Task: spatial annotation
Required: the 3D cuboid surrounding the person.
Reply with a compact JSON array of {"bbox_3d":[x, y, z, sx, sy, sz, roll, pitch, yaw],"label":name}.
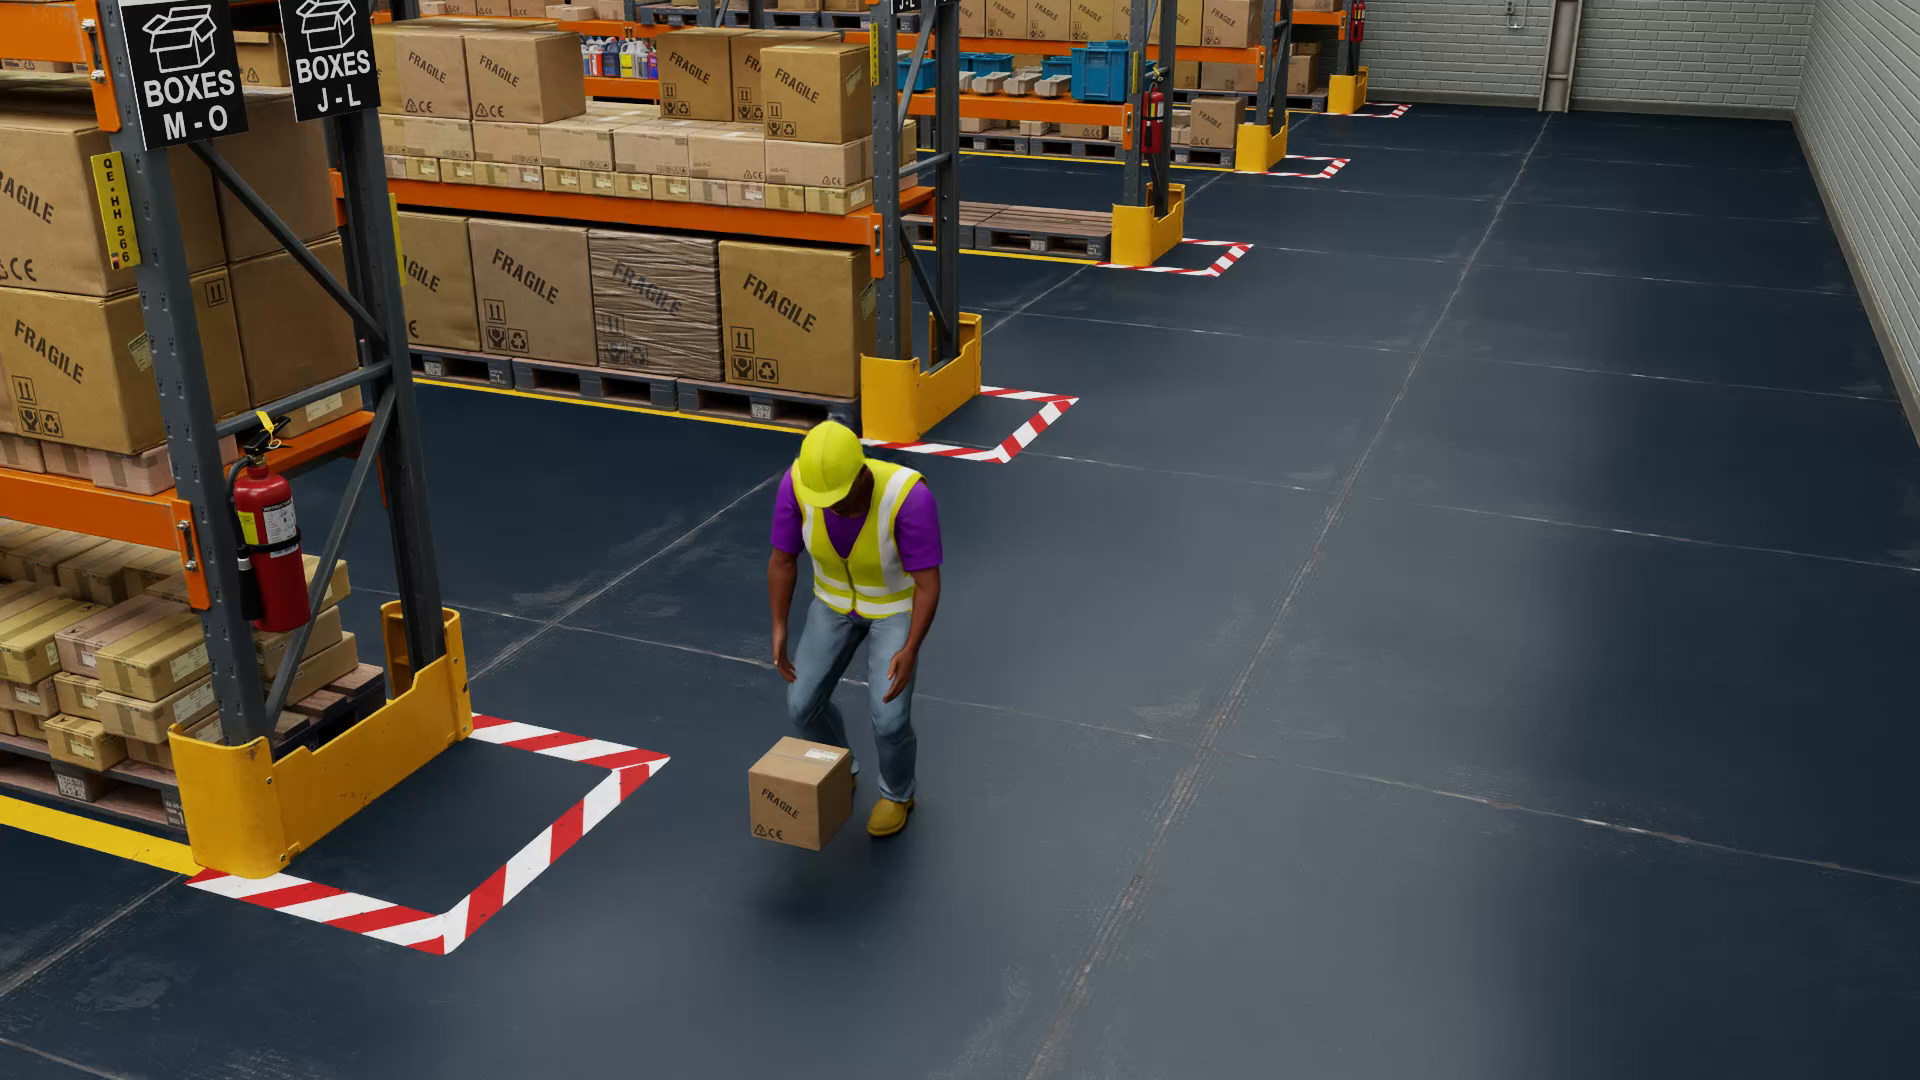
[{"bbox_3d":[-0.330,0.285,5.701,0.625,1.511,0.632,9,24,21],"label":"person"}]
